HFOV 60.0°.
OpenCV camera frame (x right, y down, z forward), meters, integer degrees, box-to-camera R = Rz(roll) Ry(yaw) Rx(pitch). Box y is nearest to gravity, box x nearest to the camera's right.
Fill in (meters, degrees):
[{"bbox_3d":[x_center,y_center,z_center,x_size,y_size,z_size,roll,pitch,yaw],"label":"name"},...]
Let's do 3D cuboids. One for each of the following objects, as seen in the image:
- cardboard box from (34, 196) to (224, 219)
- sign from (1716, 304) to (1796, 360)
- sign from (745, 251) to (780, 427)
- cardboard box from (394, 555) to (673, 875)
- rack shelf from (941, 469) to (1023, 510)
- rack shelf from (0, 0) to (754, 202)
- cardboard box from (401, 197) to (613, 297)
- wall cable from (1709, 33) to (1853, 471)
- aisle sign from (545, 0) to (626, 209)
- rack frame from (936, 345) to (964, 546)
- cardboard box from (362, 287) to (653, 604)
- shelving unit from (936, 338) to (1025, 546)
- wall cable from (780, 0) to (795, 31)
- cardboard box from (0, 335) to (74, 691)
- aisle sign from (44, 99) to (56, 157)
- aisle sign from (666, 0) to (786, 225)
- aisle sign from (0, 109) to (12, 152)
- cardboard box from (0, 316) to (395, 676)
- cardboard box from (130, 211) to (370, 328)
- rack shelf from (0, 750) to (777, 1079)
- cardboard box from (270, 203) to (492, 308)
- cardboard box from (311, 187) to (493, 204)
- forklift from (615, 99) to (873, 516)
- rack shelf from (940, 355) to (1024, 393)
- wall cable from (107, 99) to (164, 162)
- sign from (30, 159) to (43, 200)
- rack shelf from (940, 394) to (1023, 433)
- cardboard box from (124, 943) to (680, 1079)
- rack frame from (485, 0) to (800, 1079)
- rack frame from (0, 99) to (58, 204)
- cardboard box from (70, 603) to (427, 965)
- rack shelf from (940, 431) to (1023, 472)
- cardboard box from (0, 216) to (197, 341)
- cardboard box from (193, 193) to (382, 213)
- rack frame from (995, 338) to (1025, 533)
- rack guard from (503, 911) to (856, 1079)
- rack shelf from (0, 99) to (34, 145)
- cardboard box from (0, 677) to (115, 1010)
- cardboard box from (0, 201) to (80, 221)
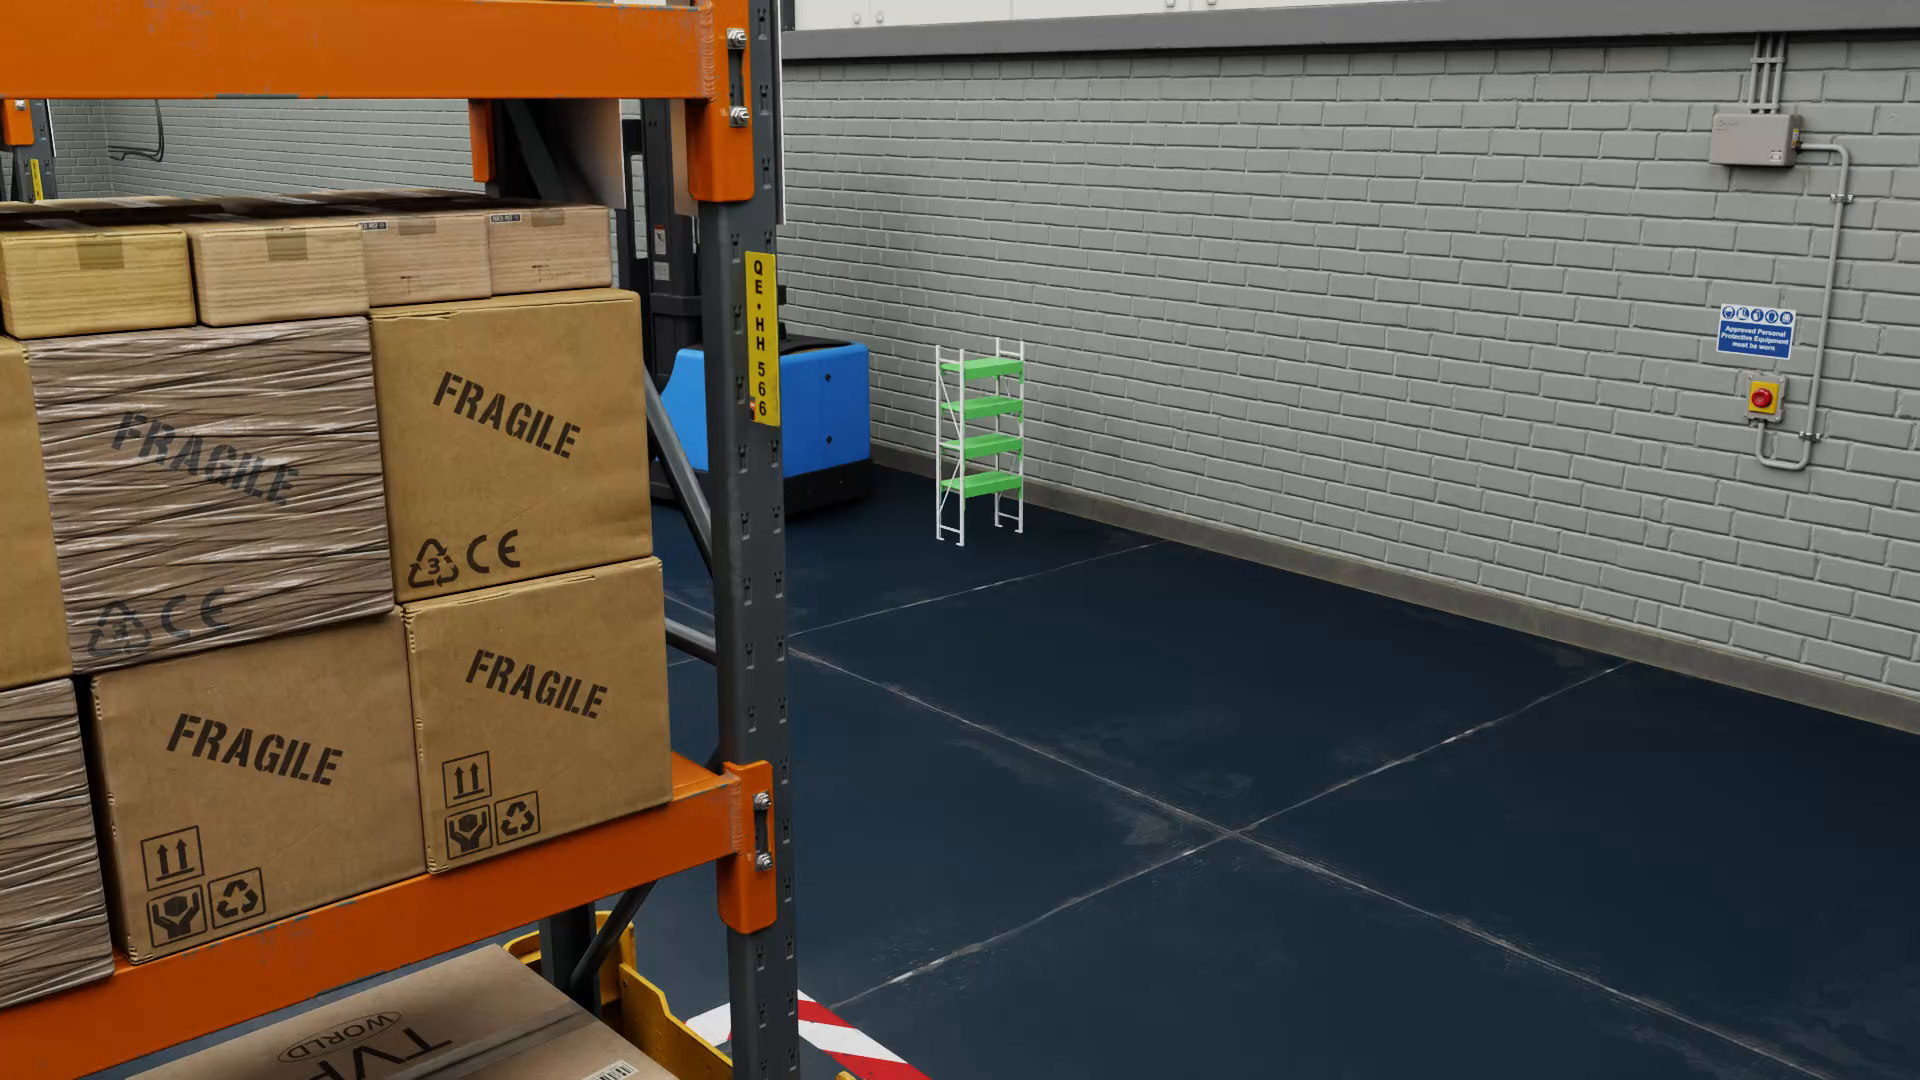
[{"bbox_3d":[-1.595,-0.575,3.200,0.250,0.149,0.380,-12,19,-38],"label":"cardboard box"},{"bbox_3d":[3.530,-0.926,7.381,0.001,0.218,0.327,-13,19,-39],"label":"sign"},{"bbox_3d":[-0.377,-0.382,3.164,0.005,0.325,0.100,-13,19,-39],"label":"sign"},{"bbox_3d":[-0.913,0.269,3.237,0.500,0.500,0.500,-13,19,-39],"label":"cardboard box"},{"bbox_3d":[0.125,-0.314,10.279,0.480,0.148,0.258,-13,19,-39],"label":"rack shelf"},{"bbox_3d":[-2.232,-0.579,2.186,4.000,0.370,1.077,-13,19,-39],"label":"rack shelf"},{"bbox_3d":[-0.862,-0.561,3.149,0.250,0.149,0.380,-12,19,-39],"label":"cardboard box"},{"bbox_3d":[3.515,-1.282,7.206,0.123,1.953,0.585,-13,19,-39],"label":"wall cable"},{"bbox_3d":[-0.859,-1.141,3.670,0.004,0.787,0.394,-13,19,-39],"label":"aisle sign"},{"bbox_3d":[-0.059,-0.566,10.045,0.015,1.200,0.240,-13,19,-39],"label":"rack frame"},{"bbox_3d":[-0.931,-0.219,3.127,0.500,0.500,0.500,-12,19,-38],"label":"cardboard box"},{"bbox_3d":[0.125,-0.608,10.200,0.503,1.200,0.258,-13,19,-39],"label":"shelving unit"},{"bbox_3d":[-0.700,-6.485,10.856,0.120,5.999,2.277,-13,19,-39],"label":"wall cable"},{"bbox_3d":[-1.681,-0.042,2.463,0.500,0.500,0.500,-13,20,-40],"label":"cardboard box"},{"bbox_3d":[-3.797,-1.972,6.784,0.004,0.787,0.394,-13,19,-39],"label":"aisle sign"},{"bbox_3d":[-0.465,-1.024,3.233,0.004,0.787,0.394,-13,19,-39],"label":"aisle sign"},{"bbox_3d":[-4.191,-2.089,7.222,0.004,0.787,0.394,-13,19,-39],"label":"aisle sign"},{"bbox_3d":[-1.306,-0.125,2.774,0.500,0.500,0.500,-13,19,-39],"label":"cardboard box"},{"bbox_3d":[-1.178,-0.453,2.746,0.250,0.149,0.380,-13,20,-40],"label":"cardboard box"},{"bbox_3d":[-2.232,0.870,2.573,4.000,0.370,1.077,-13,19,-39],"label":"rack shelf"},{"bbox_3d":[-1.038,-0.513,2.971,0.250,0.149,0.380,-12,19,-38],"label":"cardboard box"},{"bbox_3d":[-1.173,-0.654,3.500,0.250,0.149,0.380,-12,19,-38],"label":"cardboard box"},{"bbox_3d":[-2.035,-1.822,11.392,3.031,2.935,1.130,12,19,39],"label":"forklift"},{"bbox_3d":[0.125,-1.010,10.093,0.480,0.148,0.258,-13,19,-39],"label":"rack shelf"},{"bbox_3d":[-12.482,-6.925,24.755,0.112,2.526,3.097,-13,19,-39],"label":"wall cable"},{"bbox_3d":[-3.700,-1.363,6.685,0.005,0.325,0.100,-13,19,-39],"label":"sign"},{"bbox_3d":[0.125,-0.778,10.155,0.480,0.148,0.258,-13,19,-39],"label":"rack shelf"},{"bbox_3d":[-1.155,1.350,3.534,0.875,0.438,0.875,-14,20,-41],"label":"cardboard box"},{"bbox_3d":[-0.721,0.185,3.746,0.053,2.616,0.949,-13,19,-39],"label":"rack frame"},{"bbox_3d":[-4.049,-0.763,7.292,0.127,3.000,1.000,-13,19,-39],"label":"rack frame"},{"bbox_3d":[-1.302,0.351,2.929,0.500,0.500,0.500,-13,20,-41],"label":"cardboard box"},{"bbox_3d":[0.125,-0.546,10.217,0.480,0.148,0.258,-13,19,-39],"label":"rack shelf"},{"bbox_3d":[-1.395,-0.418,2.616,0.250,0.149,0.380,-12,19,-38],"label":"cardboard box"},{"bbox_3d":[-1.324,-0.596,3.281,0.250,0.149,0.380,-12,19,-38],"label":"cardboard box"},{"bbox_3d":[0.309,-0.649,10.355,0.015,1.200,0.240,-13,19,-39],"label":"rack frame"},{"bbox_3d":[-0.705,1.388,4.086,0.348,0.500,1.175,-13,19,-39],"label":"rack guard"},{"bbox_3d":[-5.558,-1.525,5.730,4.000,0.370,1.077,-13,19,-39],"label":"rack shelf"},{"bbox_3d":[-1.683,0.440,2.596,0.500,0.500,0.500,-12,19,-38],"label":"cardboard box"},{"bbox_3d":[-1.782,-0.526,3.020,0.250,0.149,0.380,-13,20,-41],"label":"cardboard box"}]
